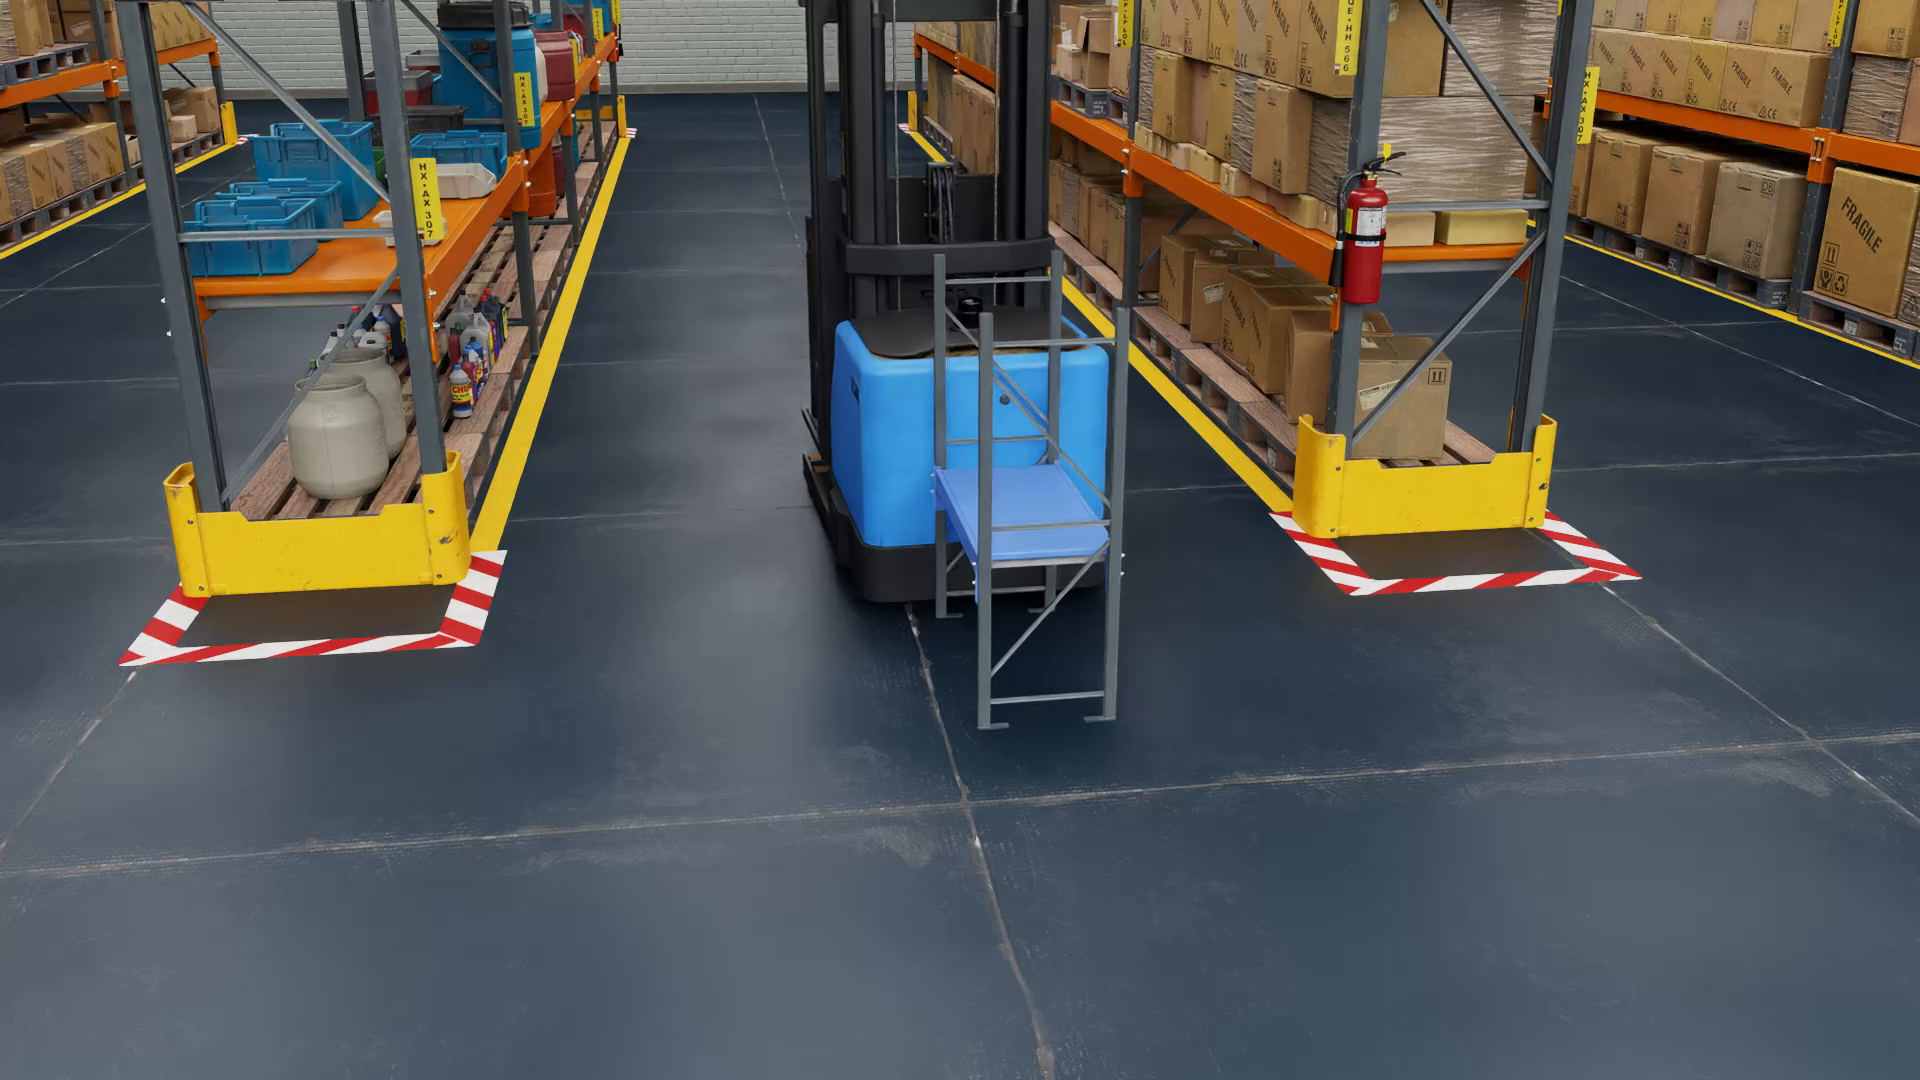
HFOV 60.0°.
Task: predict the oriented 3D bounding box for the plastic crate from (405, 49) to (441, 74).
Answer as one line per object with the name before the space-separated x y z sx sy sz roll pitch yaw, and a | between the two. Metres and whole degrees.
plastic crate | -3.924 -3.448 12.569 0.402 0.464 0.583 -3 21 -8

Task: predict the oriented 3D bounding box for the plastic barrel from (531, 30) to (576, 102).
plastic barrel | -3.487 -3.911 13.706 0.600 0.536 0.708 -3 21 -8

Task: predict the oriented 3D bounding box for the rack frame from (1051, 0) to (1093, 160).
rack frame | 1.047 -4.243 14.788 1.000 3.000 0.127 -3 21 -8

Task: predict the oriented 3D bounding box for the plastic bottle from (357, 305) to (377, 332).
plastic bottle | -3.572 -1.273 9.993 0.144 0.351 0.185 -2 21 -6

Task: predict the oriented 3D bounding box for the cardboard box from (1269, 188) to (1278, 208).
cardboard box | 1.817 -1.790 8.580 0.380 0.149 0.250 -3 21 -8

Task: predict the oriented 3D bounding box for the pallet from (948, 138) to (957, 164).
pallet | 0.439 -4.588 19.700 1.003 0.211 1.213 -3 21 -8

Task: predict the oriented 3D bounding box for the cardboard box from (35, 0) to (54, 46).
cardboard box | -9.486 -5.197 16.602 0.700 0.500 0.500 -10 23 -26

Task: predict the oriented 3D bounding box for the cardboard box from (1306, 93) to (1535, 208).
cardboard box | 2.148 -1.851 7.816 0.875 0.500 0.500 -3 21 -8

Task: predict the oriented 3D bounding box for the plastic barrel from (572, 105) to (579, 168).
plastic barrel | -4.369 -4.402 17.614 0.600 0.901 0.708 -3 21 -8

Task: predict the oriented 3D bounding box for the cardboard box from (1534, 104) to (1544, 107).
cardboard box | 5.528 -4.233 16.662 0.500 0.250 0.500 -3 21 -7

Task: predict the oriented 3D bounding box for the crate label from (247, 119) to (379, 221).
crate label | -3.234 -1.863 8.367 0.502 0.435 0.616 -3 21 -8

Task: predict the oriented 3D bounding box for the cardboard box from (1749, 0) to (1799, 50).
cardboard box | 6.393 -3.938 12.400 0.700 0.500 0.500 -3 21 -9

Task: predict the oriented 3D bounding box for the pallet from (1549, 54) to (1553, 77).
pallet | 5.762 -4.609 16.044 1.213 0.211 1.003 -3 21 -8

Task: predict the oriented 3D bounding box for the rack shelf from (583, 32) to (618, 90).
rack shelf | -4.719 -5.733 19.807 1.077 0.370 4.000 -3 21 -8

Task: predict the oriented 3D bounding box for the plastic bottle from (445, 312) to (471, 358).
plastic bottle | -3.015 -1.247 10.032 0.152 0.276 0.135 -3 21 -8

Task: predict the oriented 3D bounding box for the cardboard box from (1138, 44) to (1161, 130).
cardboard box | 1.628 -2.885 10.585 0.875 0.500 0.500 -3 21 -8

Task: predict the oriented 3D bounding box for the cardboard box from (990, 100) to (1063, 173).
cardboard box | 0.968 -3.684 15.729 1.225 0.875 0.875 -4 21 -10

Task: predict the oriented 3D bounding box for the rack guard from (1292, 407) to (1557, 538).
rack guard | 2.190 -0.328 7.880 1.175 0.500 0.348 -3 21 -8

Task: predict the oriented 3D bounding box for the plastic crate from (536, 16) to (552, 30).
plastic crate | -5.202 -6.382 20.671 0.416 0.233 0.300 -3 21 -8

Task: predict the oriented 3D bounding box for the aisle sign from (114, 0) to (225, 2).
aisle sign | -2.984 -2.401 6.142 0.394 0.787 0.004 -3 21 -8

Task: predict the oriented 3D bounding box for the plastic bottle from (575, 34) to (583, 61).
plastic bottle | -3.975 -5.125 17.318 0.061 0.283 0.133 -3 21 -8

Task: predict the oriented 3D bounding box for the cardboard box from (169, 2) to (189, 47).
cardboard box | -9.431 -6.067 19.530 0.500 0.500 0.500 -3 21 -7

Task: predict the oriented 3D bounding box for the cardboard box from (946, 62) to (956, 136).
cardboard box | 0.325 -5.373 20.251 0.875 0.875 0.875 -3 21 -8

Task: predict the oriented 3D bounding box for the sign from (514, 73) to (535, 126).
sign | -2.731 -2.761 10.427 0.100 0.325 0.005 -3 21 -8

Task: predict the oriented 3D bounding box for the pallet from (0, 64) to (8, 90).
pallet | -8.923 -3.885 14.106 1.213 0.211 1.003 -3 21 -8

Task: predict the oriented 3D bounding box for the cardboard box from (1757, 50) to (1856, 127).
cardboard box | 6.207 -3.287 12.086 0.500 0.500 0.500 -3 21 -8

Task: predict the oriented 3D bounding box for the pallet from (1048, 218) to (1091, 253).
pallet | 1.159 -2.666 14.551 1.003 0.211 1.213 -3 21 -8

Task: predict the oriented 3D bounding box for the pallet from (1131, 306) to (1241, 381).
pallet | 1.756 -1.321 10.950 1.003 0.211 1.213 -3 21 -8

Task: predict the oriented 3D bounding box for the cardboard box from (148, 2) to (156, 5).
cardboard box | -9.271 -6.178 18.399 0.500 0.500 0.500 -4 21 -9

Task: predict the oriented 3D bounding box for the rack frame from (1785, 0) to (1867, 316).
rack frame | 6.547 -3.073 11.656 1.000 3.000 0.127 -3 21 -8

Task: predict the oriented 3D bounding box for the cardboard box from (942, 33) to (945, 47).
cardboard box | -0.009 -5.866 19.494 0.380 0.149 0.250 -3 21 -7

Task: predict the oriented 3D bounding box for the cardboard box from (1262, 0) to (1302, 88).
cardboard box | 1.799 -2.478 8.067 0.500 0.500 0.500 -3 21 -8

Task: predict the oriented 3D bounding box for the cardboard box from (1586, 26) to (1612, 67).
cardboard box | 5.768 -4.336 14.894 0.500 0.500 0.500 -3 21 -7

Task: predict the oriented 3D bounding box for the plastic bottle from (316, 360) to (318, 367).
plastic bottle | -3.408 -0.855 8.983 0.152 0.276 0.135 -3 21 -7

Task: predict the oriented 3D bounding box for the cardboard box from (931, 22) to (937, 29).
cardboard box | -0.073 -6.367 20.267 0.500 0.250 0.500 -3 21 -9

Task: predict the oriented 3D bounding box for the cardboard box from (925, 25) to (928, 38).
cardboard box | -0.231 -6.399 20.922 0.380 0.149 0.250 -3 21 -9

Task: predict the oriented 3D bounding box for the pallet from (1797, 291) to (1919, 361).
pallet | 6.579 -1.499 11.429 1.003 0.211 1.213 -3 21 -8

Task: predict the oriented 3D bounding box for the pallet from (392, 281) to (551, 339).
pallet | -3.429 -1.571 11.622 1.003 0.211 1.213 -3 21 -8

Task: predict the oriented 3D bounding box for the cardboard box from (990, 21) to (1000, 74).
cardboard box | 0.587 -4.800 16.139 0.500 0.500 0.500 -4 21 -10

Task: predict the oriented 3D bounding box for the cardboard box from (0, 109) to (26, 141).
cardboard box | -9.360 -3.990 15.983 0.500 0.250 0.500 -3 21 -8

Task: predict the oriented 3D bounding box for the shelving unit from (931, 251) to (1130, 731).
shelving unit | 0.229 -0.220 6.163 0.538 1.500 1.048 -3 21 -9

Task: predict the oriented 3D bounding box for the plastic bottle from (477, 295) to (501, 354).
plastic bottle | -2.872 -1.298 10.062 0.144 0.351 0.185 -4 21 -10

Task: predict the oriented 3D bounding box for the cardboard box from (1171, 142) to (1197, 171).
cardboard box | 1.485 -2.303 9.955 0.380 0.149 0.250 -3 21 -8

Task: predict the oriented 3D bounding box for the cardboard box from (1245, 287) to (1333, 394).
cardboard box | 1.936 -1.138 9.449 0.500 0.500 0.500 -1 21 -3

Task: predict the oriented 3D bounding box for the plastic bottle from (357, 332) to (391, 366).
plastic bottle | -3.340 -1.041 9.481 0.152 0.276 0.135 -3 21 -8

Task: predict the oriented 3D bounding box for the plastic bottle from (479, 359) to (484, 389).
plastic bottle | -2.732 -0.949 9.341 0.097 0.201 0.097 0 20 0

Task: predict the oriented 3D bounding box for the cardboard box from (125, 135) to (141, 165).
cardboard box | -9.179 -4.232 17.974 0.500 0.311 0.500 -3 21 -8

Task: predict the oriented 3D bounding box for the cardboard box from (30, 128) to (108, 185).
cardboard box | -8.915 -3.836 16.644 0.500 0.500 0.500 -3 21 -8

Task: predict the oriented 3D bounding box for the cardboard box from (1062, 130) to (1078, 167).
cardboard box | 1.174 -3.398 14.400 0.500 0.250 0.500 -2 21 -6

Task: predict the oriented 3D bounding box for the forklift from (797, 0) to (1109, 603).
forklift | -0.185 -1.596 7.801 1.130 2.935 3.031 -4 21 -11

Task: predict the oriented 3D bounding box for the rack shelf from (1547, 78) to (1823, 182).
rack shelf | 6.258 -3.428 13.636 1.077 0.370 4.000 -3 21 -8

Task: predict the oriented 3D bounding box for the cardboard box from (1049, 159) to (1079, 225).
cardboard box | 1.164 -3.047 14.530 0.700 0.500 0.500 -4 21 -11

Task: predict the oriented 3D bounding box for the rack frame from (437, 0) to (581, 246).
rack frame | -3.854 -3.993 14.119 1.000 3.000 0.127 -3 21 -8

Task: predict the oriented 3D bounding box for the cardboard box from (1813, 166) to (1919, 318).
cardboard box | 6.568 -2.053 11.362 0.875 0.875 0.875 -3 21 -7

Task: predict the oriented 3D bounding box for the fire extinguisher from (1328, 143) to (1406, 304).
fire extinguisher | 1.761 -1.374 7.217 0.296 0.674 0.183 -3 21 -8
